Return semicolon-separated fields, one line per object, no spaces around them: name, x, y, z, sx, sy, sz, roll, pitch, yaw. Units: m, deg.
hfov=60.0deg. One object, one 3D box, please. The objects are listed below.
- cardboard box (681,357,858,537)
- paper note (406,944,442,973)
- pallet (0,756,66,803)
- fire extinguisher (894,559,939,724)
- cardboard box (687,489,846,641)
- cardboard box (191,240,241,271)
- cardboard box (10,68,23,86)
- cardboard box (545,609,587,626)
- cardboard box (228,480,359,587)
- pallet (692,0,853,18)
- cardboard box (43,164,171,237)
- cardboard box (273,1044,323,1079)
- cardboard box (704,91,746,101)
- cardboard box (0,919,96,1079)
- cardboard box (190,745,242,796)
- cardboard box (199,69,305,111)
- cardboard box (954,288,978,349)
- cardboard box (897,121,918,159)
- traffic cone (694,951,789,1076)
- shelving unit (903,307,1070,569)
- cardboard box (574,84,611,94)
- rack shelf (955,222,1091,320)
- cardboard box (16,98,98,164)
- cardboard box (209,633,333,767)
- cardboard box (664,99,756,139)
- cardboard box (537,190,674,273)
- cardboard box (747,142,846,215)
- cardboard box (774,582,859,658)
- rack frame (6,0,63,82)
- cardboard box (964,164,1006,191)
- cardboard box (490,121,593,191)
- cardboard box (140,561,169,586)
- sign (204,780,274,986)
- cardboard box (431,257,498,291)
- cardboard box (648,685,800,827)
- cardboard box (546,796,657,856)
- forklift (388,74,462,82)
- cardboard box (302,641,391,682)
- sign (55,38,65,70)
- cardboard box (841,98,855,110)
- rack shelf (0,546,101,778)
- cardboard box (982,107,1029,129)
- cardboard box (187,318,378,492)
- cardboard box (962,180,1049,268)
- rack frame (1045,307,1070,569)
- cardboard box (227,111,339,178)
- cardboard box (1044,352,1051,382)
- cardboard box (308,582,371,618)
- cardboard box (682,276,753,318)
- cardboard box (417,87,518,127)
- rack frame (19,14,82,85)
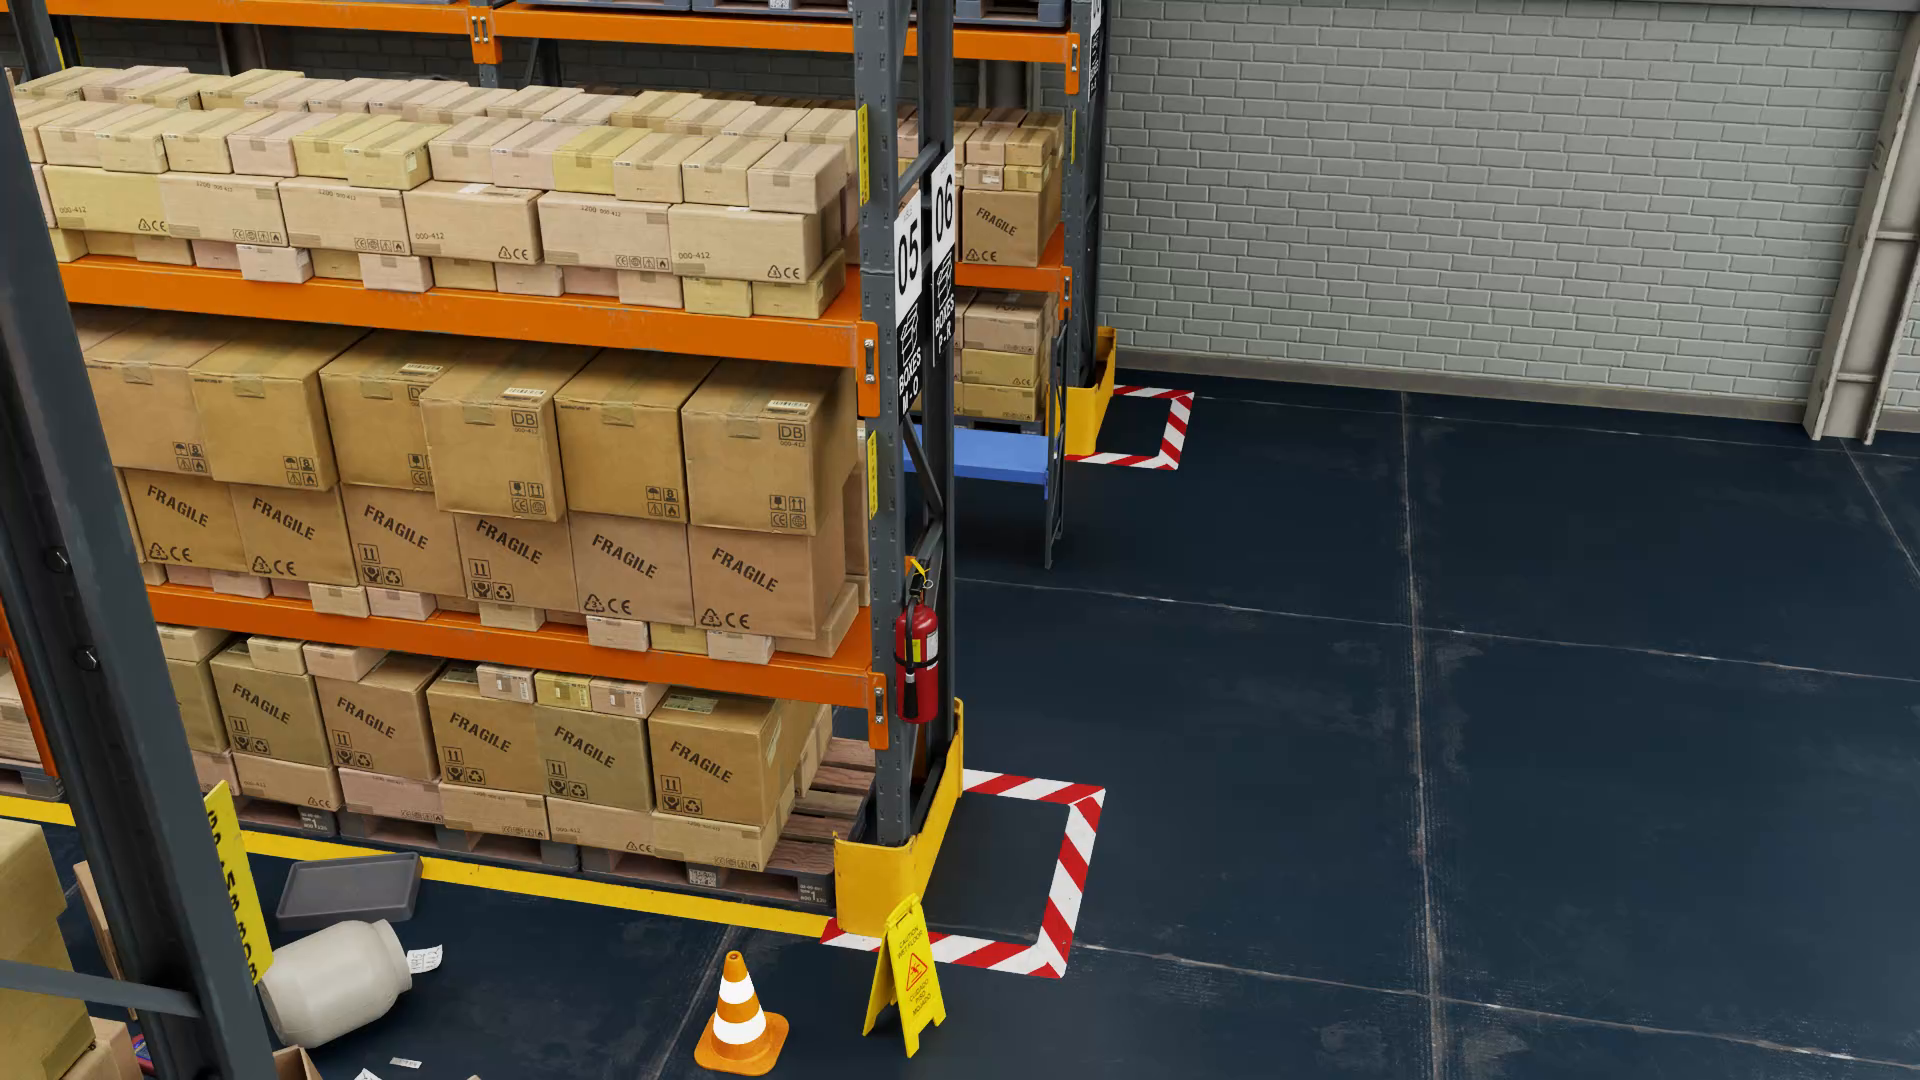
cardboard box;-0.734;-0.414;6.589;0.500;0.500;0.700;5;29;9
paper note;-2.295;1.791;7.108;0.148;0.019;0.142;-4;29;-7
pallet;-4.863;0.892;8.562;1.213;0.211;1.003;6;29;11
fire extinguisher;-0.174;0.409;6.621;0.183;0.674;0.296;6;29;11
cardboard box;-0.778;0.048;6.786;0.500;0.500;0.500;5;29;10
cardboard box;-2.842;-1.211;6.639;0.250;0.149;0.380;5;29;9
cardboard box;-7.451;-3.339;12.846;0.500;0.500;0.500;7;30;13
cardboard box;-1.596;0.208;7.169;0.250;0.149;0.380;6;29;11
cardboard box;-2.745;-0.157;7.161;0.500;0.500;0.500;6;29;10
pallet;-1.039;-3.665;10.952;1.213;0.211;1.003;6;29;11
cardboard box;-3.222;-1.414;6.594;0.500;0.250;0.500;6;29;10
cardboard box;-2.436;2.255;5.768;0.637;0.503;0.797;-14;32;-24
cardboard box;-1.687;-3.058;11.784;0.250;0.149;0.380;5;29;10
cardboard box;-1.542;0.705;2.182;0.500;0.250;0.500;6;29;10
cardboard box;-3.580;0.954;7.971;0.500;0.250;0.500;5;29;8
cardboard box;-2.958;-1.857;6.988;0.250;0.149;0.380;7;29;12
cardboard box;-0.172;-1.549;11.502;0.500;0.250;0.500;6;29;11
cardboard box;-0.288;-2.663;11.064;0.250;0.149;0.380;6;29;11
traffic cone;-0.879;1.823;6.600;0.334;0.463;0.336;6;29;11
shelving unit;0.083;-0.649;10.036;1.048;1.500;0.538;6;29;11
cardboard box;-2.693;-3.154;11.960;0.250;0.149;0.380;6;29;11
rack shelf;-1.112;-2.069;11.816;4.000;0.370;1.077;6;29;11
cardboard box;-3.601;-1.612;6.540;0.250;0.149;0.380;7;29;12
cardboard box;-3.054;0.674;7.703;0.500;0.500;0.500;7;29;13
cardboard box;-0.976;-1.611;6.539;0.250;0.149;0.380;6;29;11
cardboard box;-1.235;-1.215;6.230;0.500;0.250;0.500;5;29;10
cardboard box;-0.582;-1.303;5.976;0.250;0.149;0.380;6;29;11
cardboard box;-0.600;0.321;6.964;0.250;0.149;0.380;7;29;12
rack frame;-4.101;-2.885;6.311;0.127;3.000;1.000;6;29;11
cardboard box;0.190;-2.427;10.942;0.250;0.149;0.380;6;29;11
cardboard box;-1.554;-1.441;6.229;0.250;0.149;0.380;6;29;11
cardboard box;-3.602;0.040;7.477;0.250;0.149;0.380;7;29;12
sign;-1.002;0.489;2.280;0.005;0.325;0.100;6;29;11
cardboard box;-1.843;-1.104;6.443;0.250;0.149;0.380;5;29;9
cardboard box;-1.027;0.883;7.321;0.500;0.500;0.500;6;29;11
cardboard box;-1.541;1.159;7.597;0.500;0.250;0.500;6;29;11
forklift;-2.581;-0.894;8.993;3.031;2.935;1.130;20;35;32
cardboard box;-2.704;0.458;7.422;0.250;0.149;0.380;8;30;13
sign;-3.995;-2.052;7.374;0.005;0.325;0.100;6;29;11
cardboard box;-0.688;-2.958;11.602;0.250;0.149;0.380;5;29;9
rack shelf;-3.080;0.141;1.949;4.000;0.370;1.077;6;29;11
cardboard box;0.313;-2.833;11.373;0.250;0.149;0.380;7;29;12
cardboard box;-2.736;-0.596;6.922;0.500;0.500;0.700;5;29;9
cardboard box;0.308;-2.154;11.118;0.500;0.500;0.500;5;29;9
rack frame;0.581;-0.598;9.943;0.032;1.500;0.500;6;29;11
cardboard box;-2.576;-1.519;6.371;0.250;0.149;0.380;5;29;10
cardboard box;0.404;-1.303;12.094;0.500;0.250;0.500;6;29;11
cardboard box;-2.611;0.172;7.237;0.250;0.149;0.380;6;29;11
cardboard box;-0.847;-0.972;6.202;0.250;0.149;0.380;6;29;11
cardboard box;-1.976;-1.706;6.713;0.250;0.149;0.380;6;29;12
rack frame;-6.980;-2.986;12.743;0.127;3.000;1.000;6;29;11
